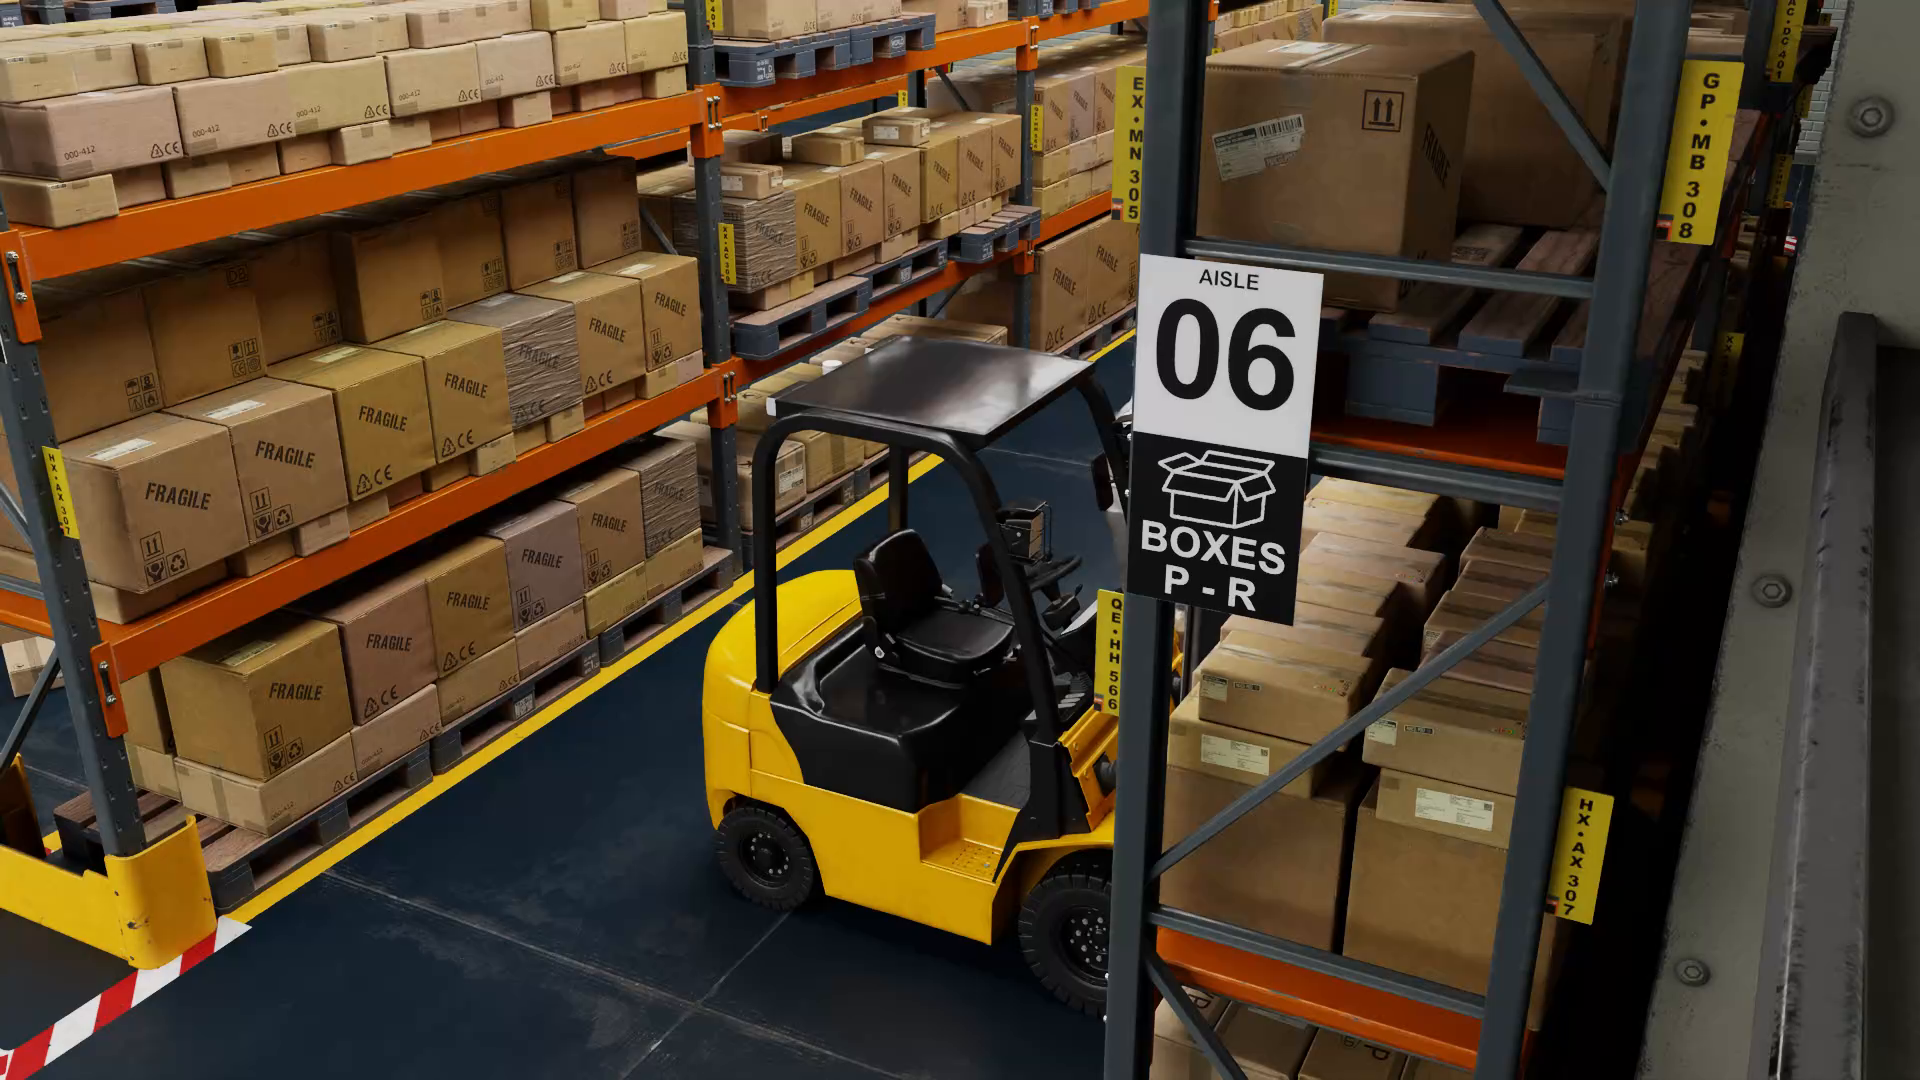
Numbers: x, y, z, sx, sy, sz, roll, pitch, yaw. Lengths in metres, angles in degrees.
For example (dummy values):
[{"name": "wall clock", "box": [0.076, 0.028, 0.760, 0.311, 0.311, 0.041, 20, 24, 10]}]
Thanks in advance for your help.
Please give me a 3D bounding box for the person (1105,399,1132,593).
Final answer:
[{"name": "person", "box": [0.953, -0.141, 8.506, 0.426, 1.656, 0.512, 10, 25, 23]}]
